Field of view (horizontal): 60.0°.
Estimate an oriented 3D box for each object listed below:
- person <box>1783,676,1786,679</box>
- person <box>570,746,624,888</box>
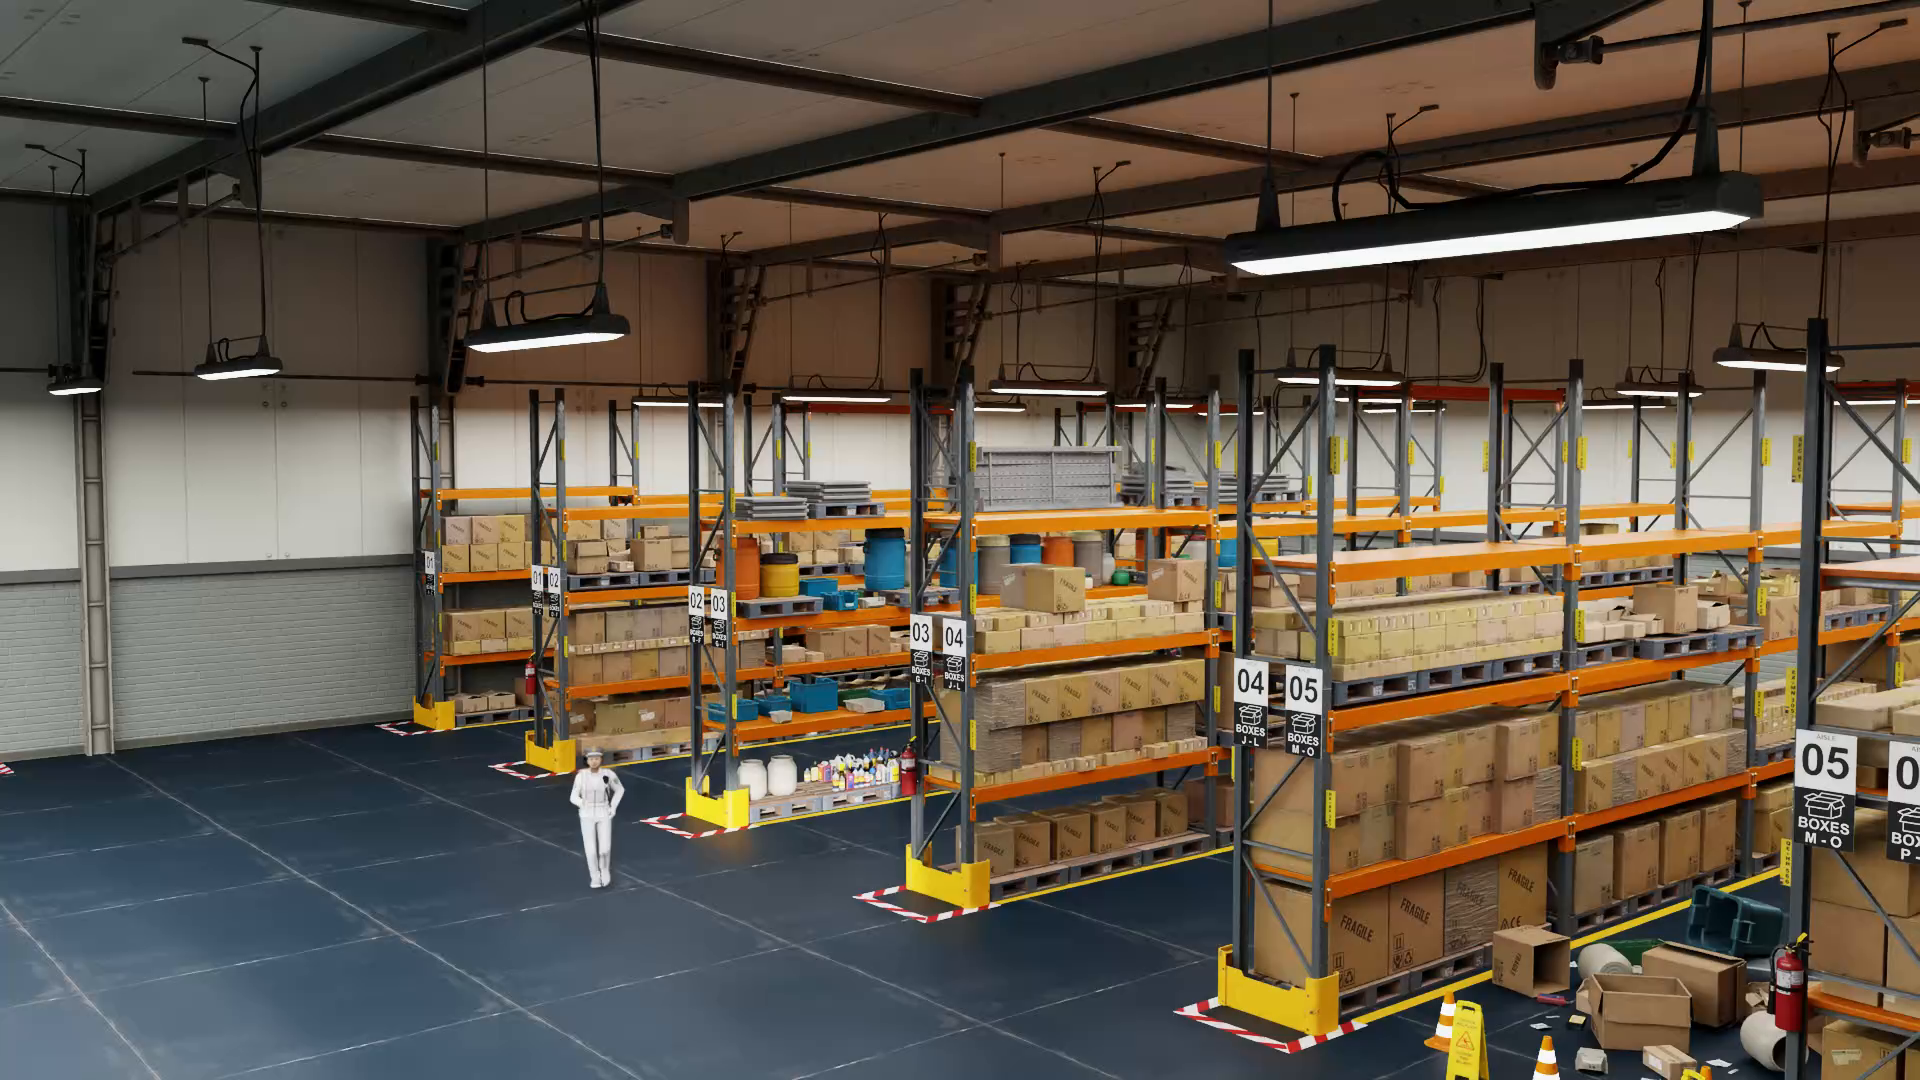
[{"bbox_3d":[12.824,2.888,25.483,0.912,1.685,0.692,-2,4,-31],"label":"person"},{"bbox_3d":[-4.175,3.194,19.115,0.601,1.656,0.562,-1,3,-9],"label":"person"}]
